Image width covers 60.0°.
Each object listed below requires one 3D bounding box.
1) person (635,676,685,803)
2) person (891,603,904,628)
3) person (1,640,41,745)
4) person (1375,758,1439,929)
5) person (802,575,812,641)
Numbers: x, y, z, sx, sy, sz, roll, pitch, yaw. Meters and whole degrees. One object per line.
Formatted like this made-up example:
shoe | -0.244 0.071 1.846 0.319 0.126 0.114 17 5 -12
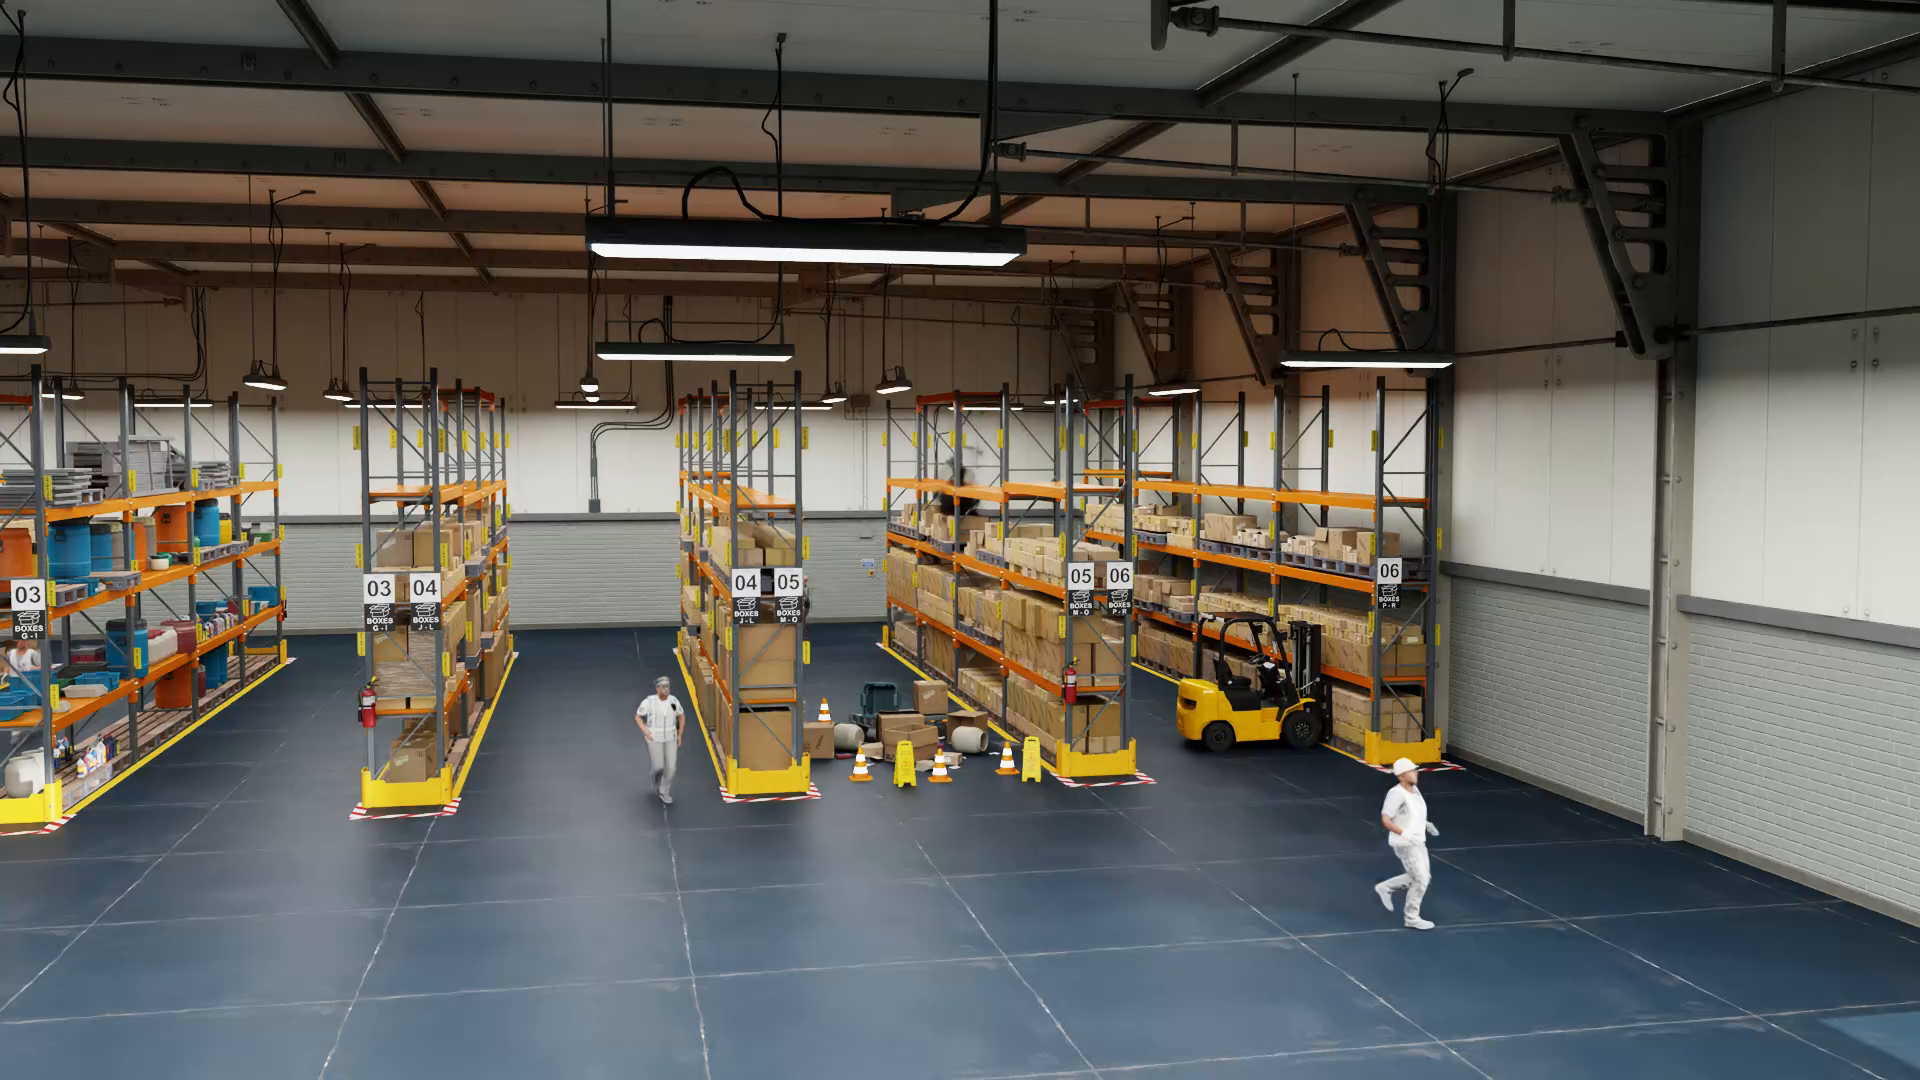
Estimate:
person | -4.151 2.764 23.168 0.695 1.753 0.549 -2 4 -24
person | -1.592 1.701 41.873 0.563 1.613 0.689 1 4 18
person | -15.574 2.431 27.632 0.659 1.787 0.980 -1 4 -16
person | 4.571 3.114 17.136 0.675 1.735 0.676 2 4 36
person | -3.941 1.706 41.280 0.573 1.677 0.660 -1 3 -13
